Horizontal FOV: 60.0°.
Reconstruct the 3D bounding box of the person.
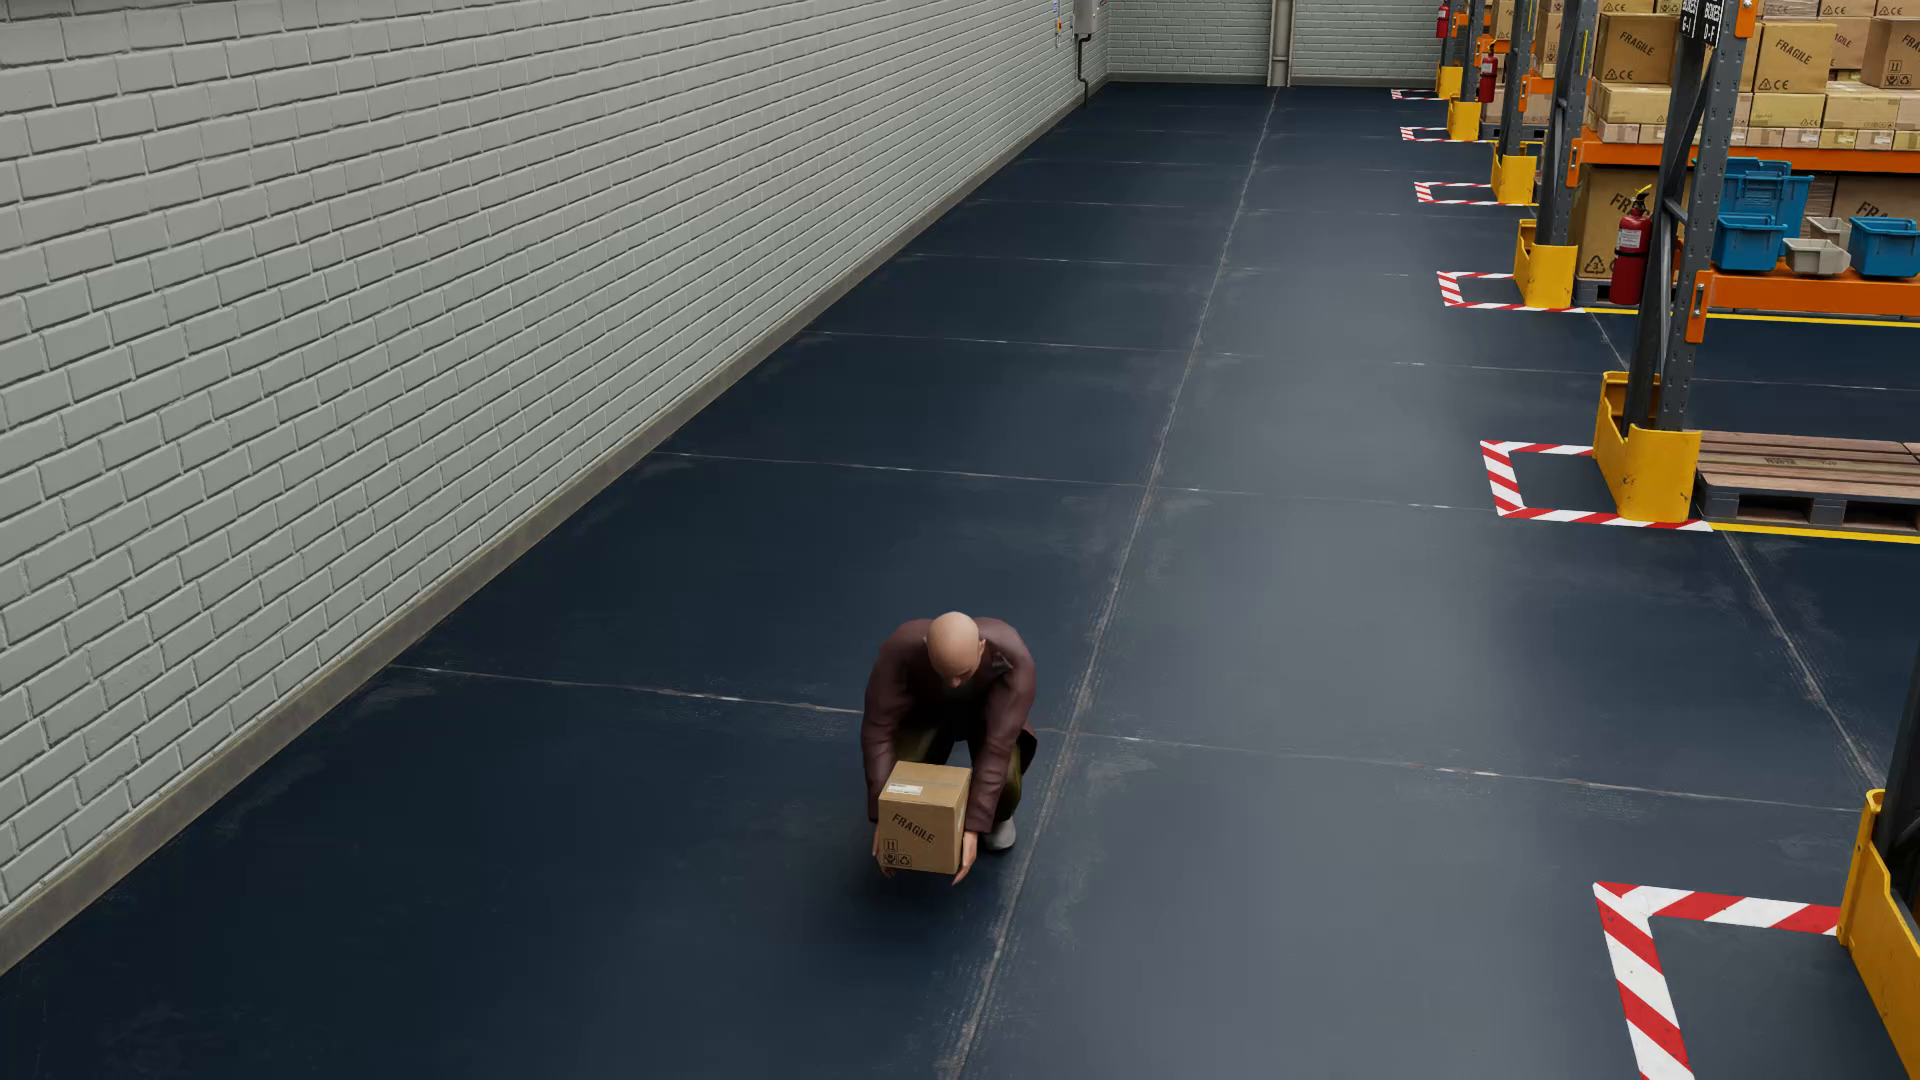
[{"bbox_3d":[-0.030,0.615,5.622,0.590,0.989,0.902,4,22,11],"label":"person"}]
